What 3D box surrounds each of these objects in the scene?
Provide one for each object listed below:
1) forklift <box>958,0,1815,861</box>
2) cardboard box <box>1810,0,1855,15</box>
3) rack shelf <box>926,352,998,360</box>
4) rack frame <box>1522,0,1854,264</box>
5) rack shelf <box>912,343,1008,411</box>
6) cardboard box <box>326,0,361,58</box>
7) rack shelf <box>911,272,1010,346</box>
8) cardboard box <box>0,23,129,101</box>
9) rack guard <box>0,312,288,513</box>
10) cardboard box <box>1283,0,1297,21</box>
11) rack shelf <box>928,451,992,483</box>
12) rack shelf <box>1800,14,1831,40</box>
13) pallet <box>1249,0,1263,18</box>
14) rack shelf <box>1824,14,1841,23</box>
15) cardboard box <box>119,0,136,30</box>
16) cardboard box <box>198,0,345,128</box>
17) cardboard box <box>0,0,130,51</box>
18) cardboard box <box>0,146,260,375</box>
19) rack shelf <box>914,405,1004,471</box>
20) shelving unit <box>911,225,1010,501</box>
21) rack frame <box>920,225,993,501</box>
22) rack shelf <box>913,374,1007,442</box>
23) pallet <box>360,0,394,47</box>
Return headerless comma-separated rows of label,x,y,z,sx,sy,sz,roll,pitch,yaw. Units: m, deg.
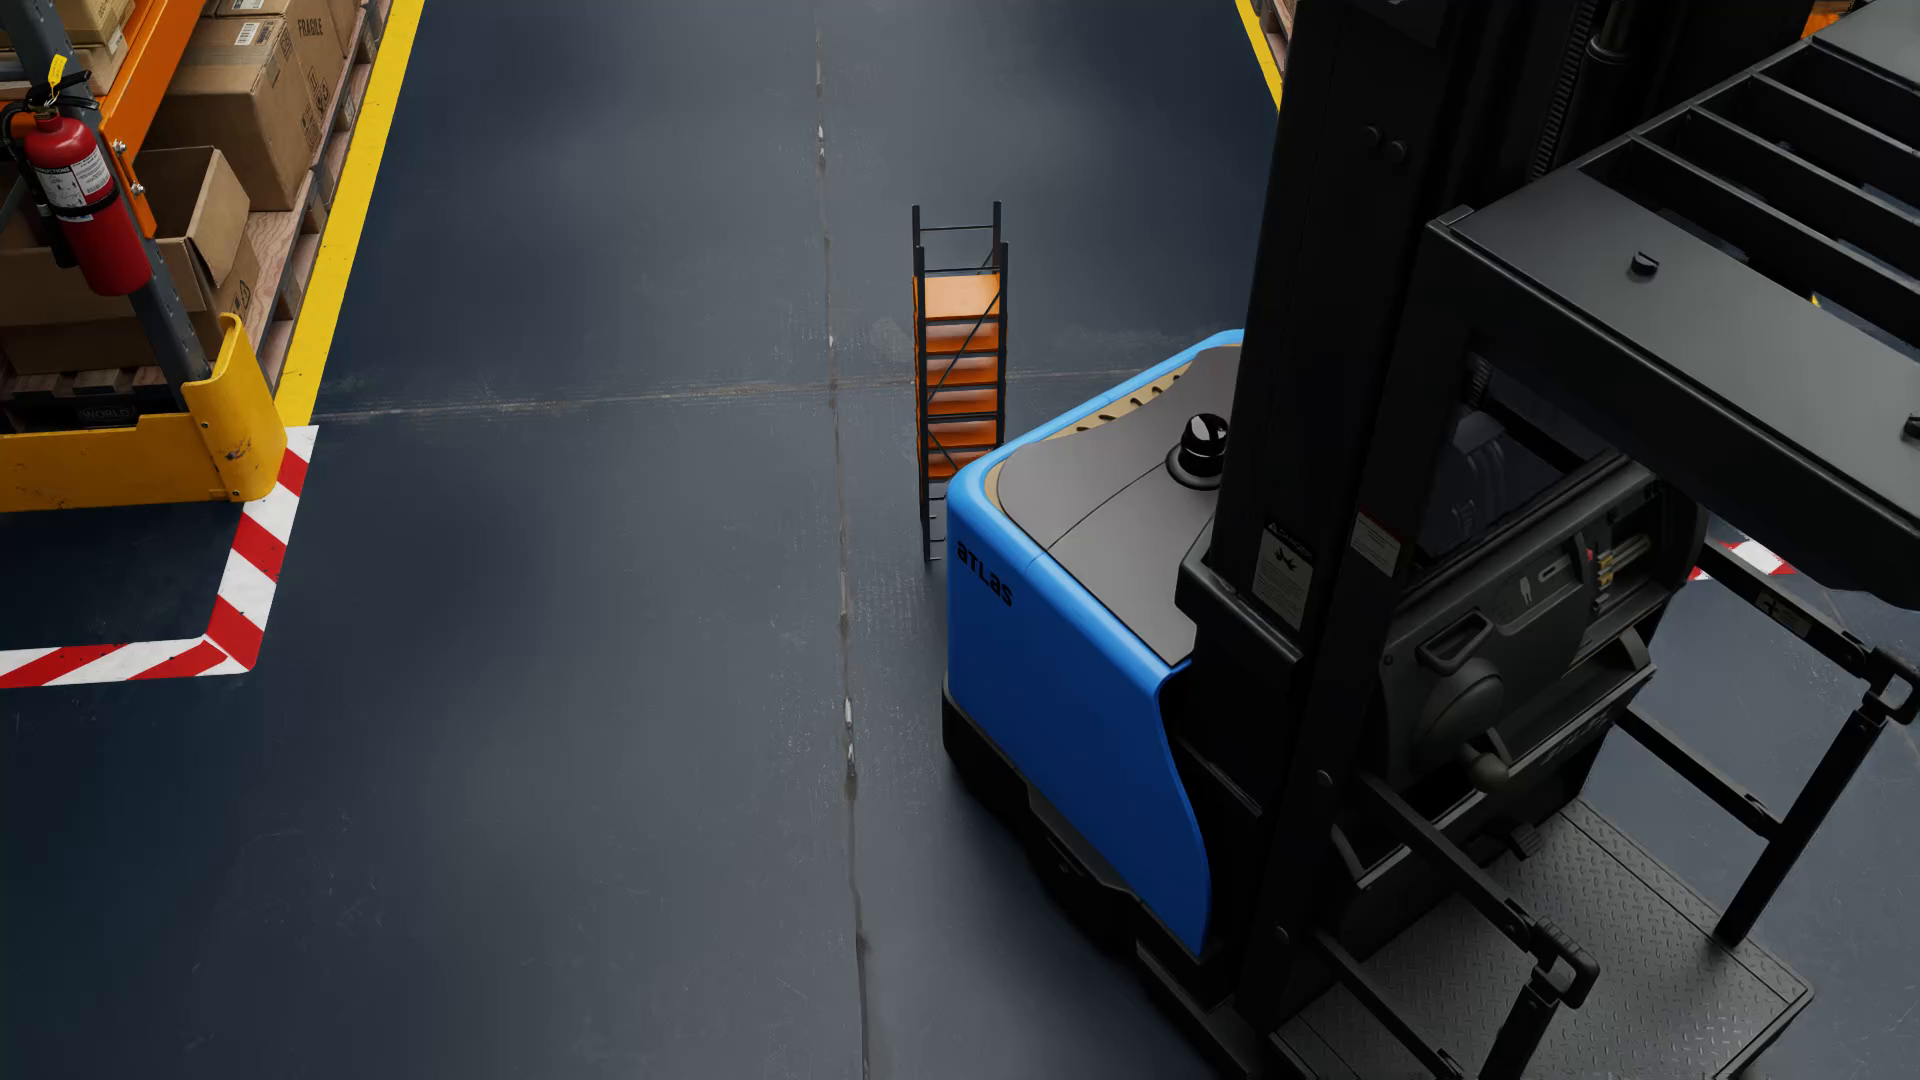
forklift,15.015,-5.677,4.429,29.450,9.000,11.035,-29,53,-24
cardboard box,2.374,-1.897,4.912,0.500,0.500,0.500,-4,47,-4
rack shelf,-0.001,-0.571,4.668,0.199,0.020,0.166,-3,47,-3
rack frame,2.128,-1.498,4.603,1.000,3.000,0.127,-3,47,-3
rack shelf,-0.001,-0.475,4.769,0.258,0.103,0.180,-3,47,-3
cardboard box,-2.894,-2.299,6.794,0.700,0.500,0.500,-5,47,-5
rack shelf,-0.001,-0.640,4.595,0.258,0.103,0.180,-3,47,-3
cardboard box,-2.572,-1.362,4.647,0.380,0.149,0.250,-4,47,-4
rack guard,-2.824,-0.389,5.274,1.175,0.500,0.348,-3,47,-3
cardboard box,1.815,-2.547,7.072,0.875,0.438,0.875,-5,47,-4
rack shelf,-0.001,-0.246,5.011,0.221,0.034,0.171,-3,47,-3
rack shelf,4.423,-4.580,4.622,5.869,4.714,3.910,-3,47,-3
pallet,1.779,-2.879,7.831,1.003,0.211,1.213,-3,47,-3
rack shelf,1.961,-2.698,6.235,1.077,0.370,4.000,-3,47,-3
cardboard box,-2.639,-1.543,4.819,0.380,0.149,0.250,-2,47,-2
cardboard box,-2.752,-1.936,6.450,0.500,0.500,0.500,-3,47,-3
cardboard box,-2.587,-1.589,4.588,0.500,0.250,0.500,-3,47,-3
cardboard box,-2.774,-0.928,5.493,0.797,0.503,0.637,-5,47,-5
rack shelf,-0.001,-0.310,4.944,0.258,0.103,0.180,-3,47,-3
shelving unit,-0.001,-0.424,4.825,0.258,1.046,0.183,-3,47,-3
rack frame,-0.010,-0.489,4.887,0.228,1.046,0.002,-3,47,-3
rack shelf,-0.001,-0.392,4.857,0.258,0.103,0.180,-3,47,-3
pallet,-3.096,-2.632,7.598,1.003,0.211,1.213,-3,47,-3
